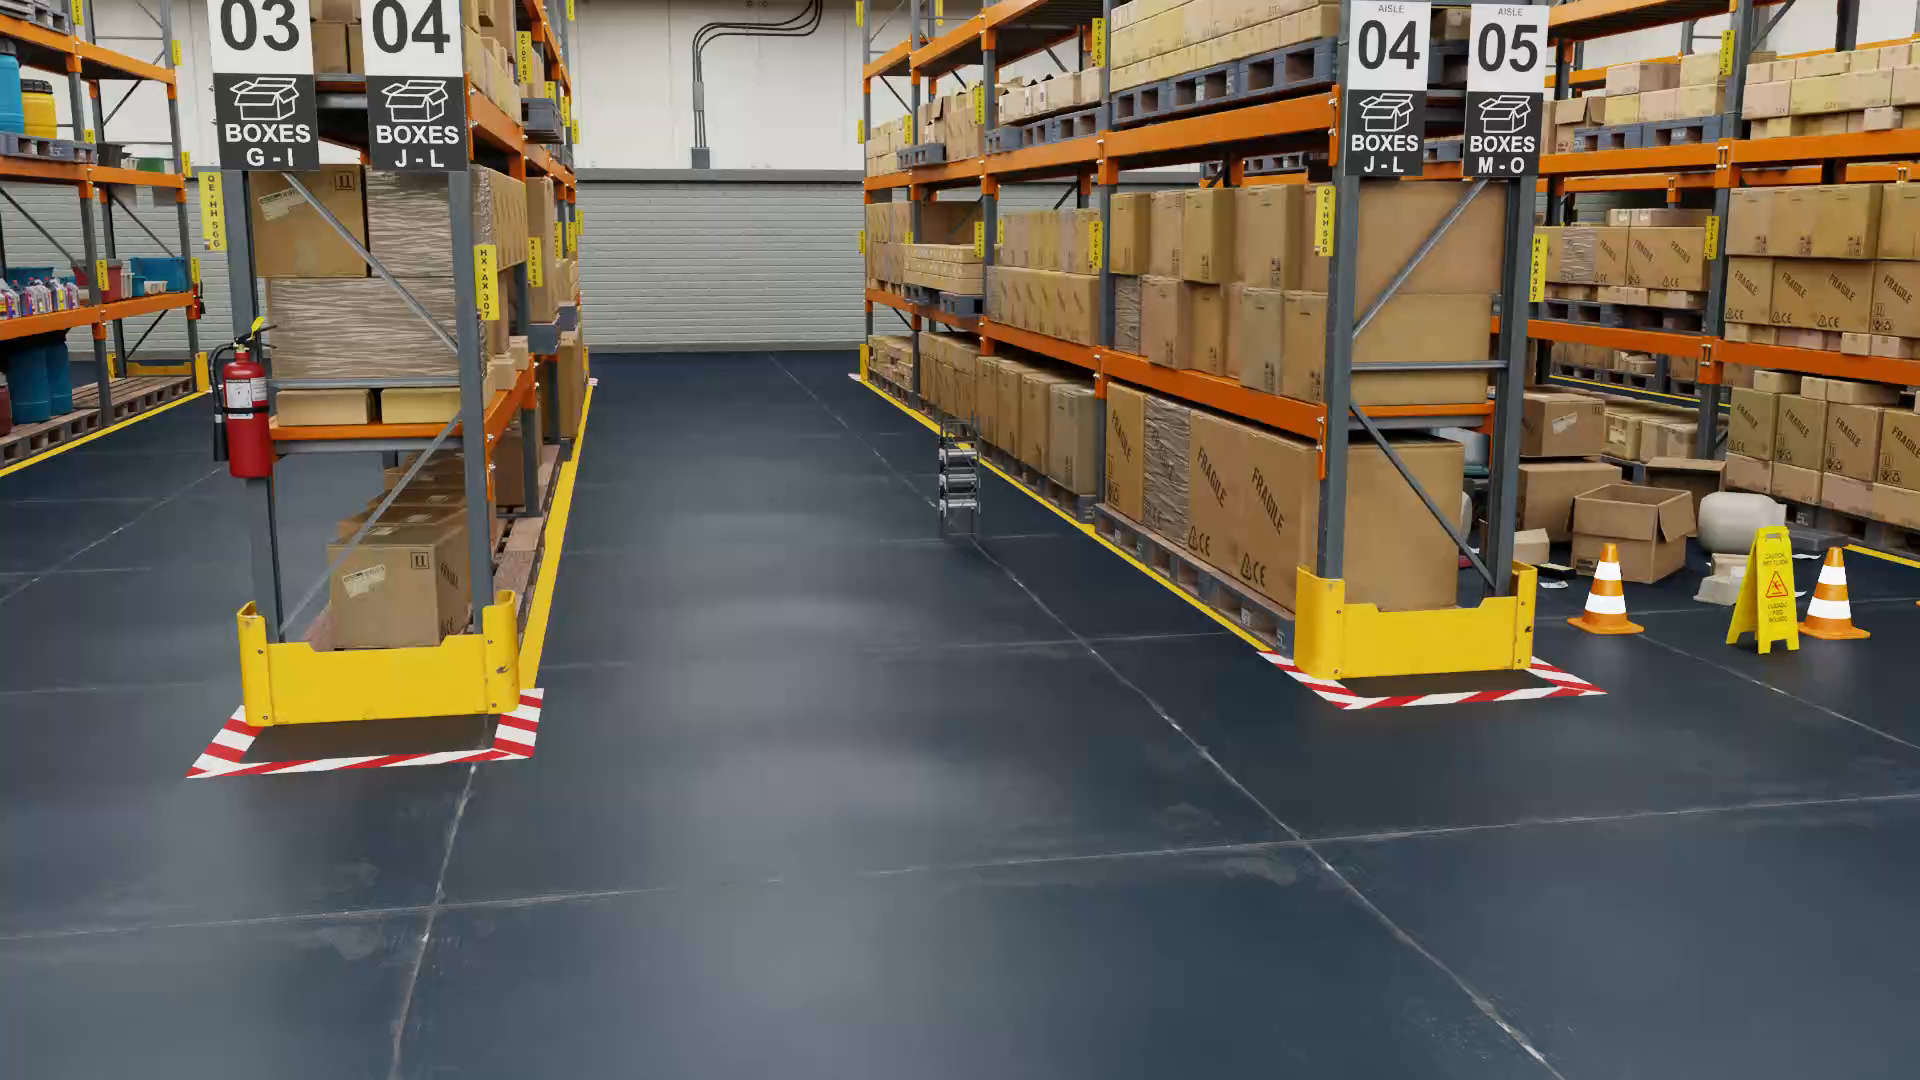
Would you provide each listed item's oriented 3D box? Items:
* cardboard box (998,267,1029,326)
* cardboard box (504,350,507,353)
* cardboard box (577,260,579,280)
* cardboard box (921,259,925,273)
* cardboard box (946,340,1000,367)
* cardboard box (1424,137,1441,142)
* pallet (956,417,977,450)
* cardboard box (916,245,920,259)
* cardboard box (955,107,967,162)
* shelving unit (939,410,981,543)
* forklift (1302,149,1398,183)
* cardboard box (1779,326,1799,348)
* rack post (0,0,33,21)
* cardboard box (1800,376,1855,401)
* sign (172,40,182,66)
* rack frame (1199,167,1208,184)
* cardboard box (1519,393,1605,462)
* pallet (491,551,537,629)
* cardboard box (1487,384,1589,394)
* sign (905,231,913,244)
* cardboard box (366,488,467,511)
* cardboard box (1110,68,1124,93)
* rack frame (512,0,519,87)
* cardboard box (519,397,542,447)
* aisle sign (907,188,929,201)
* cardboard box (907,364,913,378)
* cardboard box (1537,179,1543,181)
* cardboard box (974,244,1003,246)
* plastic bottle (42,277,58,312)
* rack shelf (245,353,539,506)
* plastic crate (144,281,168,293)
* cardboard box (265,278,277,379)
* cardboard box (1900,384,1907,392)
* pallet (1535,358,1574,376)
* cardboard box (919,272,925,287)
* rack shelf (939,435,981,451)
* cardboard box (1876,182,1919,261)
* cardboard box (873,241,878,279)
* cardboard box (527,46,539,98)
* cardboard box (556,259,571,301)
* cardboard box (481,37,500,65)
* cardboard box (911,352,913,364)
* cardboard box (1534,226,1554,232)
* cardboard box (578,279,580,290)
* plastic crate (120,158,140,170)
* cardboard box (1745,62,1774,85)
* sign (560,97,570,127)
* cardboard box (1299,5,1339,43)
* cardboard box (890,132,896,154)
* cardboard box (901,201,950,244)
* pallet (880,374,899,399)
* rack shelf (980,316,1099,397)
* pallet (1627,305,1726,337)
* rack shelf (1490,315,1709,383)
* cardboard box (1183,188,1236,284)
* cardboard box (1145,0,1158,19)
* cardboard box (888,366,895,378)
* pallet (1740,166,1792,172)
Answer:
[{"bbox_3d":[0.641,-2.178,14.847,0.500,0.500,0.500,-2,11,-12],"label":"cardboard box"},{"bbox_3d":[-2.866,-1.035,9.784,0.380,0.149,0.250,-2,11,-11],"label":"cardboard box"},{"bbox_3d":[-5.370,-3.612,22.259,0.500,0.250,0.500,-2,11,-12],"label":"cardboard box"},{"bbox_3d":[-0.227,-2.996,18.166,0.380,0.149,0.250,-2,11,-9],"label":"cardboard box"},{"bbox_3d":[0.134,-1.962,17.541,0.500,0.250,0.500,-2,11,-10],"label":"cardboard box"},{"bbox_3d":[5.173,-4.416,17.462,0.700,0.500,0.500,-3,11,-14],"label":"cardboard box"},{"bbox_3d":[0.566,-1.087,16.844,1.003,0.211,1.213,-2,11,-11],"label":"pallet"},{"bbox_3d":[-0.282,-3.190,18.390,0.380,0.149,0.250,-2,11,-12],"label":"cardboard box"},{"bbox_3d":[0.246,-4.023,16.521,0.500,0.500,0.500,-2,11,-11],"label":"cardboard box"},{"bbox_3d":[-0.002,-0.444,11.620,0.258,0.900,0.210,-2,11,-11],"label":"shelving unit"},{"bbox_3d":[3.658,-1.878,13.727,1.130,2.935,3.031,-10,15,-44],"label":"forklift"},{"bbox_3d":[6.259,-1.494,12.194,0.380,0.149,0.250,-2,11,-11],"label":"cardboard box"},{"bbox_3d":[-9.286,-5.040,15.448,0.937,0.300,0.954,-1,11,-5],"label":"rack post"},{"bbox_3d":[6.247,-1.084,11.859,0.380,0.149,0.250,-2,11,-9],"label":"cardboard box"},{"bbox_3d":[-10.046,-6.251,21.332,0.100,0.325,0.005,-2,11,-11],"label":"sign"},{"bbox_3d":[3.996,-3.979,24.582,1.000,3.000,0.127,-2,11,-11],"label":"rack frame"},{"bbox_3d":[4.590,-0.852,12.813,0.500,0.500,0.500,-2,11,-11],"label":"cardboard box"},{"bbox_3d":[-2.984,0.298,9.568,1.003,0.211,1.213,-2,11,-11],"label":"pallet"},{"bbox_3d":[5.652,-1.324,16.533,0.950,0.372,0.625,-3,11,-15],"label":"cardboard box"},{"bbox_3d":[-0.592,-3.451,19.493,0.100,0.325,0.005,-2,11,-11],"label":"sign"},{"bbox_3d":[-2.970,-0.002,9.247,0.500,0.500,0.500,-1,11,-6],"label":"cardboard box"},{"bbox_3d":[1.232,-3.107,11.254,0.380,0.149,0.250,-2,11,-12],"label":"cardboard box"},{"bbox_3d":[-3.390,-4.365,10.564,1.000,3.000,0.127,-2,11,-11],"label":"rack frame"},{"bbox_3d":[-3.898,-0.917,13.999,0.700,0.500,0.500,-3,11,-16],"label":"cardboard box"},{"bbox_3d":[-0.559,-5.082,23.424,0.394,0.787,0.004,-2,11,-11],"label":"aisle sign"},{"bbox_3d":[-0.435,-2.045,20.127,0.380,0.149,0.250,-2,11,-10],"label":"cardboard box"},{"bbox_3d":[8.775,-5.397,24.678,0.380,0.149,0.250,-2,11,-10],"label":"cardboard box"},{"bbox_3d":[0.361,-3.211,18.503,0.380,0.149,0.250,-2,11,-11],"label":"cardboard box"},{"bbox_3d":[-9.269,-2.491,16.891,0.144,0.351,0.185,-2,11,-11],"label":"plastic bottle"},{"bbox_3d":[-3.001,-0.698,9.265,1.077,0.370,4.000,-2,11,-11],"label":"rack shelf"},{"bbox_3d":[-10.246,-3.196,21.010,0.396,0.136,0.243,-2,11,-11],"label":"plastic crate"},{"bbox_3d":[-2.907,-1.069,8.228,0.875,0.500,0.500,-2,11,-11],"label":"cardboard box"},{"bbox_3d":[10.127,-1.742,18.386,0.500,0.500,0.500,-2,11,-9],"label":"cardboard box"},{"bbox_3d":[9.035,-2.631,24.954,1.003,0.211,1.213,-2,11,-11],"label":"pallet"},{"bbox_3d":[-0.234,-2.852,18.206,0.380,0.149,0.250,-3,11,-14],"label":"cardboard box"},{"bbox_3d":[-0.002,-0.676,11.576,0.258,0.077,0.200,-2,11,-11],"label":"rack shelf"},{"bbox_3d":[6.543,-2.097,10.952,0.700,0.500,0.500,-2,11,-11],"label":"cardboard box"},{"bbox_3d":[-0.894,-3.787,22.506,0.500,0.500,0.500,-2,11,-11],"label":"cardboard box"},{"bbox_3d":[-3.639,-3.657,13.259,0.500,0.500,0.500,-2,11,-10],"label":"cardboard box"},{"bbox_3d":[-4.588,-2.859,18.426,0.500,0.500,0.500,-2,11,-11],"label":"cardboard box"},{"bbox_3d":[-2.782,-2.723,9.295,0.380,0.149,0.250,-2,11,-8],"label":"cardboard box"},{"bbox_3d":[-0.386,-2.201,20.149,0.380,0.149,0.250,-2,11,-9],"label":"cardboard box"},{"bbox_3d":[5.521,-2.728,15.818,0.500,0.500,0.500,-2,11,-8],"label":"cardboard box"},{"bbox_3d":[-5.332,-3.442,22.432,0.380,0.149,0.250,-2,11,-10],"label":"cardboard box"},{"bbox_3d":[-9.937,-4.413,19.543,0.437,0.136,0.530,-2,11,-11],"label":"plastic crate"},{"bbox_3d":[6.071,-3.451,12.321,0.380,0.149,0.250,-2,11,-12],"label":"cardboard box"},{"bbox_3d":[-4.416,-4.789,18.589,0.100,0.325,0.005,-2,11,-11],"label":"sign"},{"bbox_3d":[1.875,-2.501,8.071,0.380,0.149,0.250,-2,11,-11],"label":"cardboard box"},{"bbox_3d":[-0.596,-4.959,20.773,0.500,0.250,0.500,-2,11,-9],"label":"cardboard box"},{"bbox_3d":[-0.418,-3.810,19.955,0.500,0.500,0.500,-3,11,-13],"label":"cardboard box"},{"bbox_3d":[-0.467,-2.024,21.764,1.003,0.211,1.213,-2,11,-11],"label":"pallet"},{"bbox_3d":[1.106,-1.593,13.970,1.077,0.370,4.000,-2,11,-11],"label":"rack shelf"},{"bbox_3d":[6.324,-1.830,13.801,1.003,0.211,1.213,-2,11,-11],"label":"pallet"},{"bbox_3d":[5.941,-1.792,15.013,1.077,0.370,4.000,-2,11,-11],"label":"rack shelf"},{"bbox_3d":[1.835,-1.818,9.935,0.875,0.550,0.500,-2,11,-11],"label":"cardboard box"},{"bbox_3d":[1.381,-3.358,10.446,0.380,0.149,0.250,-2,11,-12],"label":"cardboard box"},{"bbox_3d":[-0.737,-2.196,21.712,0.380,0.149,0.250,-2,11,-11],"label":"cardboard box"},{"bbox_3d":[9.905,-4.496,19.776,1.213,0.211,1.003,-2,11,-11],"label":"pallet"}]
